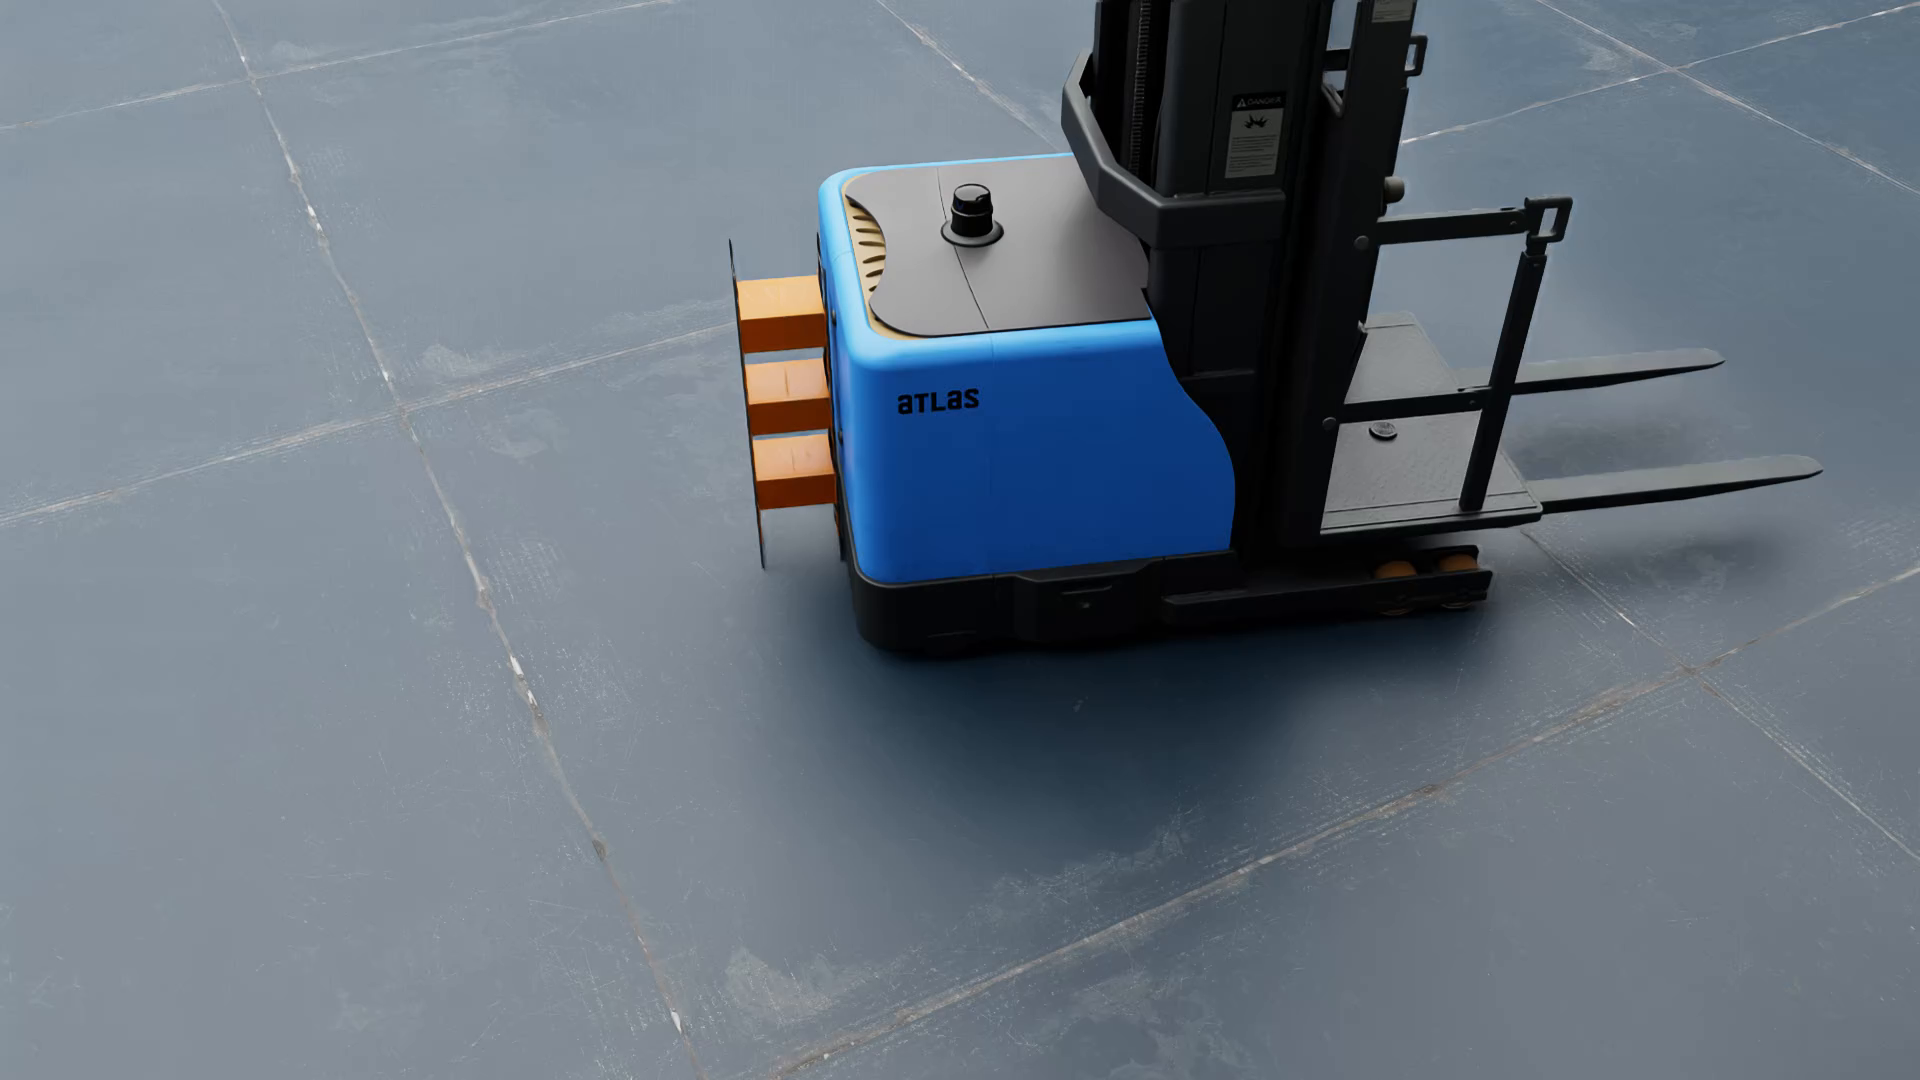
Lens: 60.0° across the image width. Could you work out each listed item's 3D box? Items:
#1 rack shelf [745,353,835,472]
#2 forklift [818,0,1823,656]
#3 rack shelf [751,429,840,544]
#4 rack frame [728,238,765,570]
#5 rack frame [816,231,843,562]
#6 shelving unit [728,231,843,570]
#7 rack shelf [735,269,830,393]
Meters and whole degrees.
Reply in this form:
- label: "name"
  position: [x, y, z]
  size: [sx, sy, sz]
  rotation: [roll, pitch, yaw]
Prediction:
- label: "rack shelf"
  position: [-0.503, -0.377, 4.899]
  size: [0.240, 0.259, 0.215]
  rotation: [-6, 41, -7]
- label: "forklift"
  position: [1.135, -1.226, 4.430]
  size: [3.031, 2.935, 1.130]
  rotation: [-6, 41, -7]
- label: "rack shelf"
  position: [-0.503, -0.165, 5.078]
  size: [0.240, 0.259, 0.215]
  rotation: [-6, 41, -7]
- label: "rack frame"
  position: [-0.623, -0.372, 4.877]
  size: [0.008, 1.050, 0.200]
  rotation: [-6, 41, -7]
- label: "rack frame"
  position: [-0.382, -0.397, 4.906]
  size: [0.008, 1.050, 0.200]
  rotation: [-6, 41, -7]
- label: "shelving unit"
  position: [-0.503, -0.385, 4.892]
  size: [0.252, 1.050, 0.215]
  rotation: [-6, 41, -7]
- label: "rack shelf"
  position: [-0.503, -0.593, 4.715]
  size: [0.240, 0.259, 0.215]
  rotation: [-6, 41, -7]
